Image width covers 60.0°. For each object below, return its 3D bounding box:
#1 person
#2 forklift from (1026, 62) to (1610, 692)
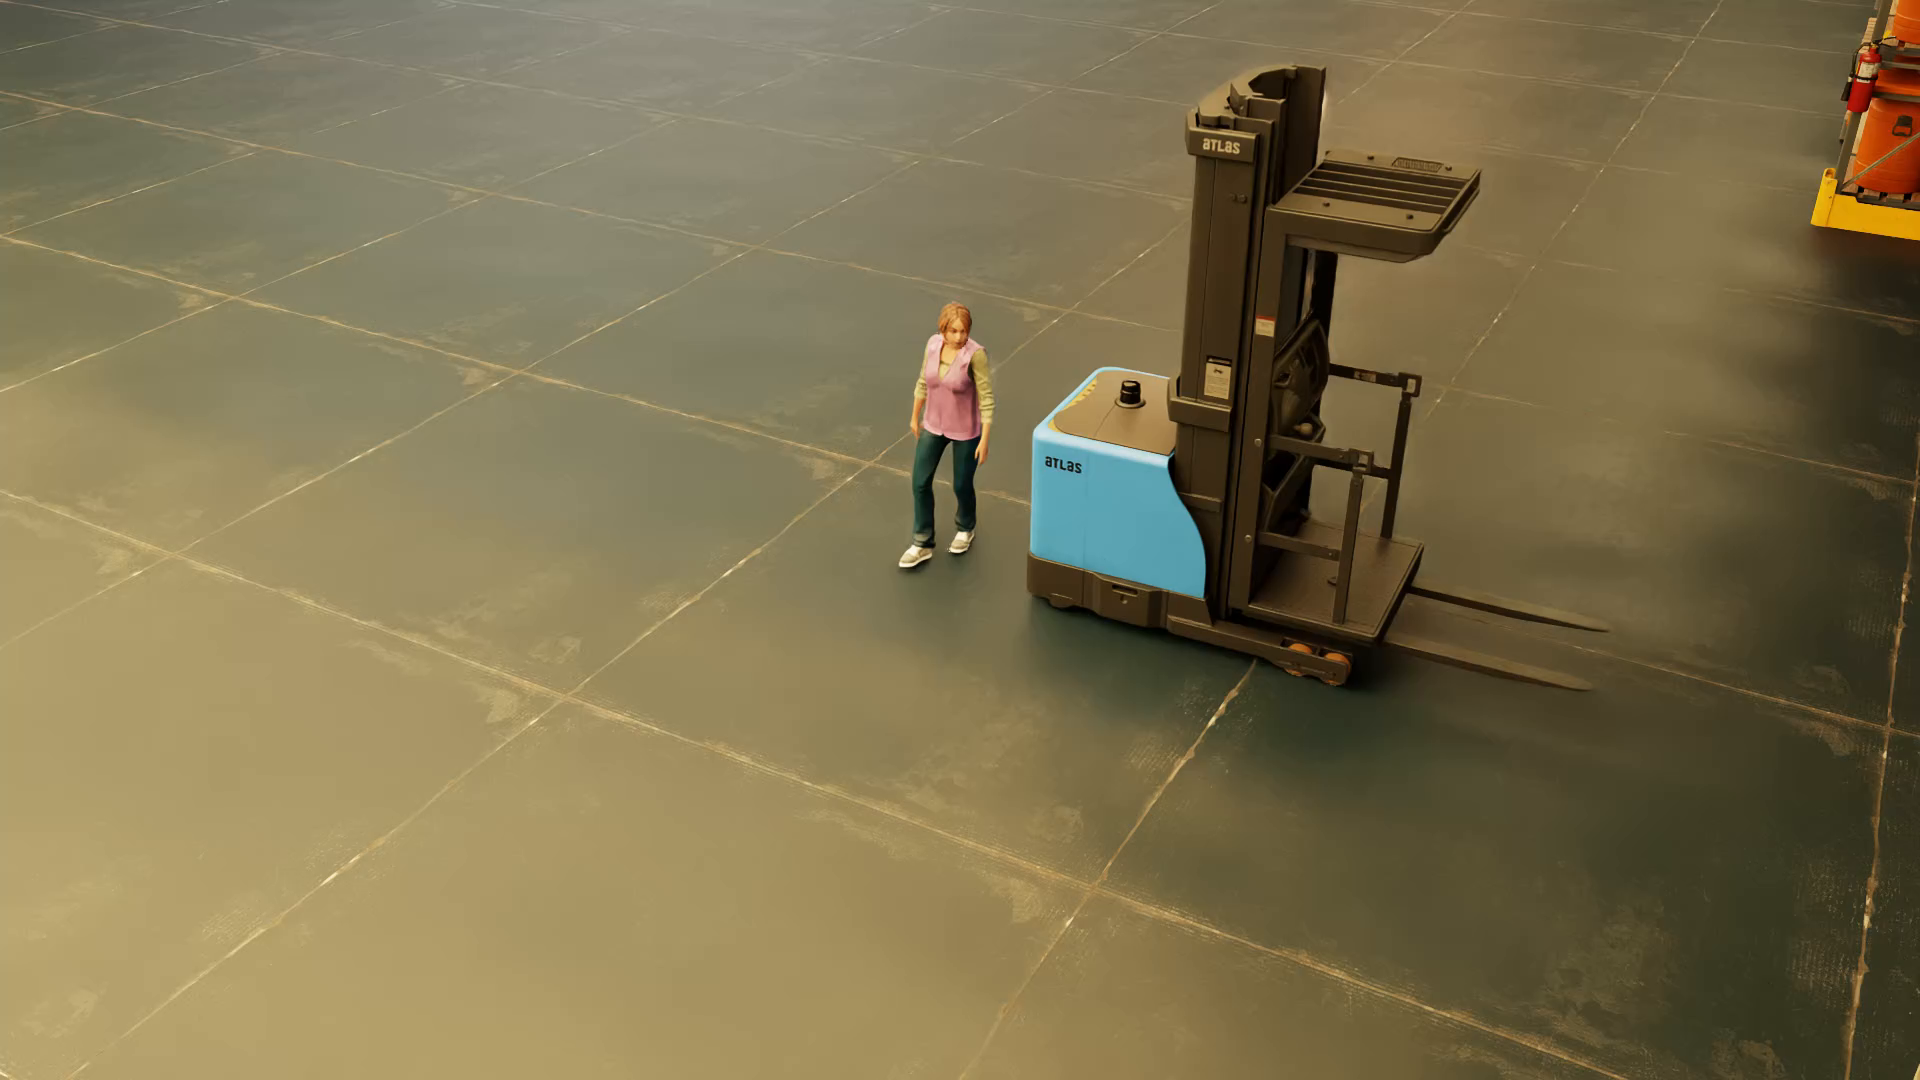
[{"bbox_3d":[-0.069,-0.584,9.455,0.566,1.564,0.603,13,32,21],"label":"person"},{"bbox_3d":[1.928,-0.814,8.481,3.031,2.935,1.130,14,33,23],"label":"forklift"}]
